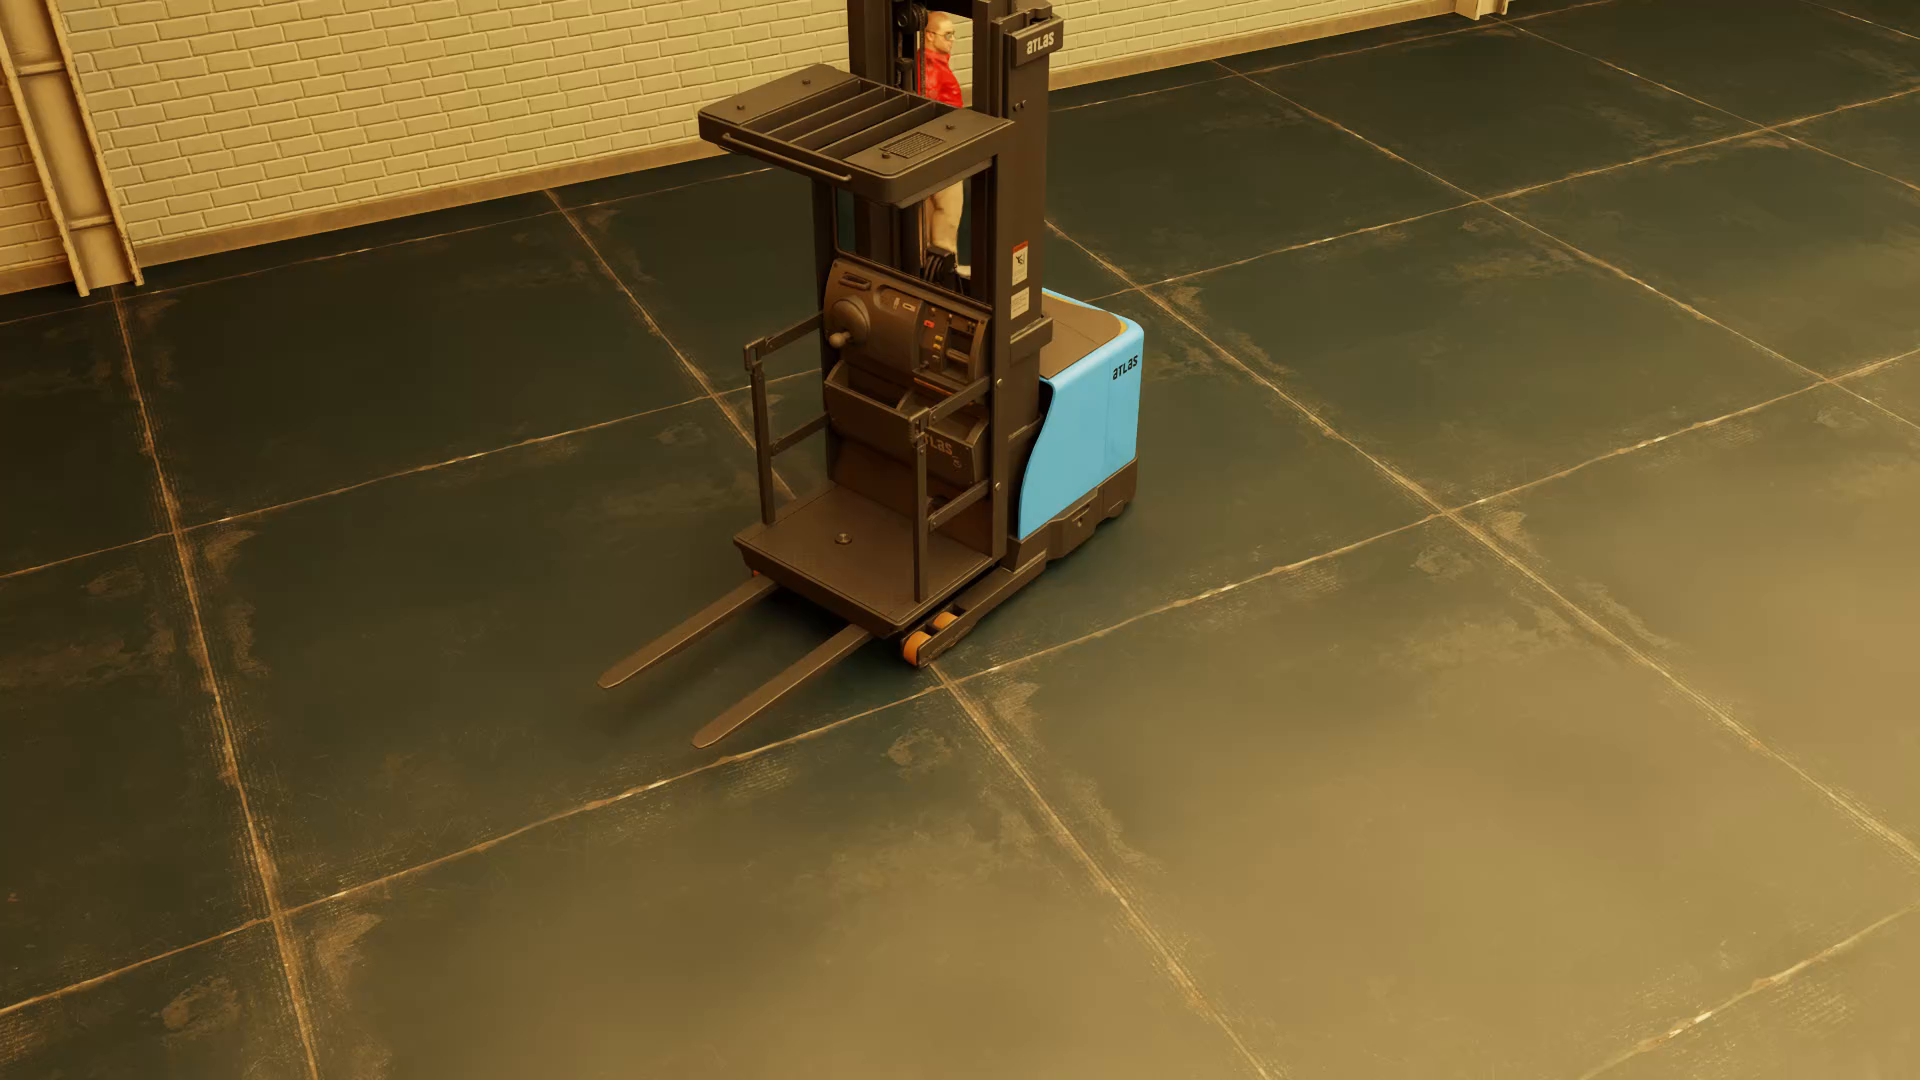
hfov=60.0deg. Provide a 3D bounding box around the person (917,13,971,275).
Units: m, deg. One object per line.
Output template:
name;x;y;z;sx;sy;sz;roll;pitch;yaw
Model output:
person;-0.132;-2.542;10.763;0.371;1.730;0.523;-7;36;-10

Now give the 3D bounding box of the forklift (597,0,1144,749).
forklift;-0.390;-0.927;7.434;1.130;2.935;3.031;26;43;31
